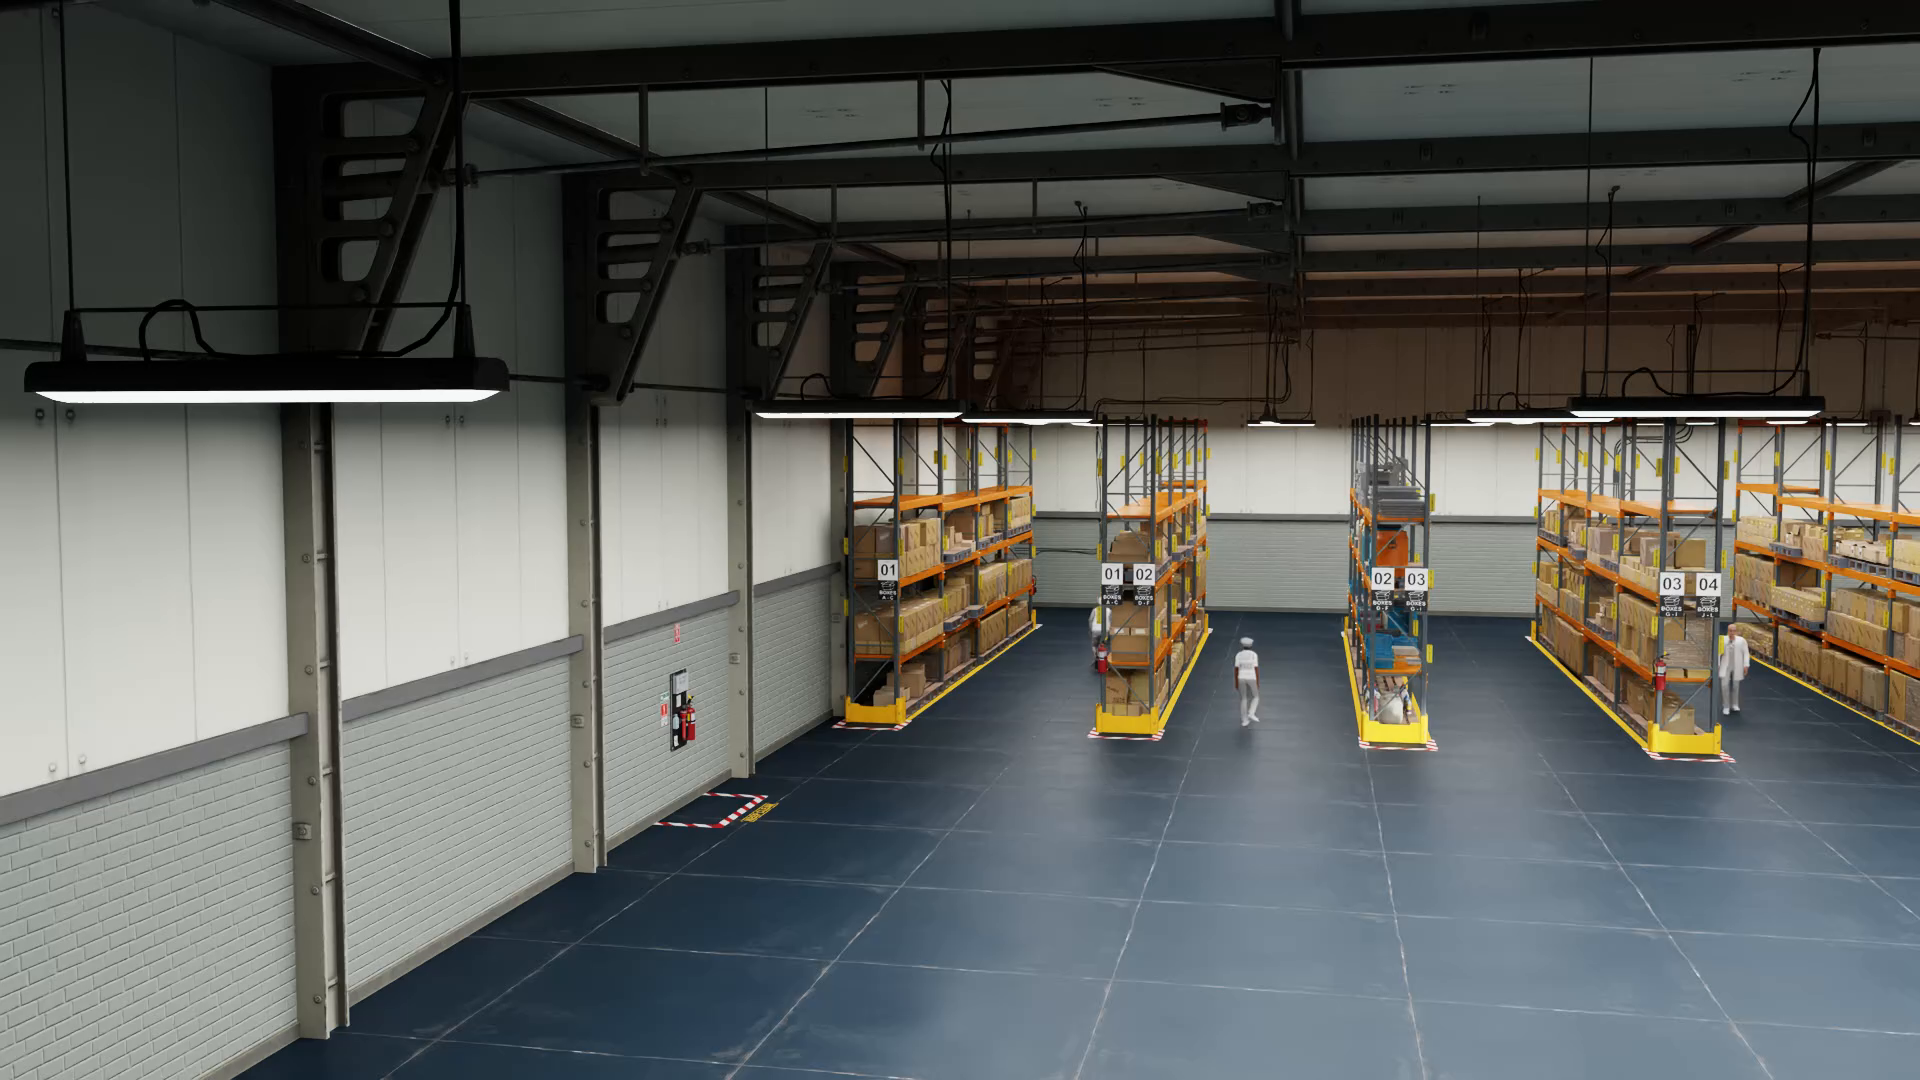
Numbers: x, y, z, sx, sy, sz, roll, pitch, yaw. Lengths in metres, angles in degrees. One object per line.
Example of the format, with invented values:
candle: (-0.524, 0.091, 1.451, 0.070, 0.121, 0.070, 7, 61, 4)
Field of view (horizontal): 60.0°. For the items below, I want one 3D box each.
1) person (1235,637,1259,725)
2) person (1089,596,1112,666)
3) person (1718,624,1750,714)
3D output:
person: (5.560, 2.734, 32.196, 0.499, 1.675, 0.456, 2, 4, 23)
person: (3.405, 2.207, 40.117, 0.608, 1.700, 0.750, 0, 4, 1)
person: (15.612, 2.613, 33.628, 0.651, 1.827, 0.658, 2, 4, 27)
